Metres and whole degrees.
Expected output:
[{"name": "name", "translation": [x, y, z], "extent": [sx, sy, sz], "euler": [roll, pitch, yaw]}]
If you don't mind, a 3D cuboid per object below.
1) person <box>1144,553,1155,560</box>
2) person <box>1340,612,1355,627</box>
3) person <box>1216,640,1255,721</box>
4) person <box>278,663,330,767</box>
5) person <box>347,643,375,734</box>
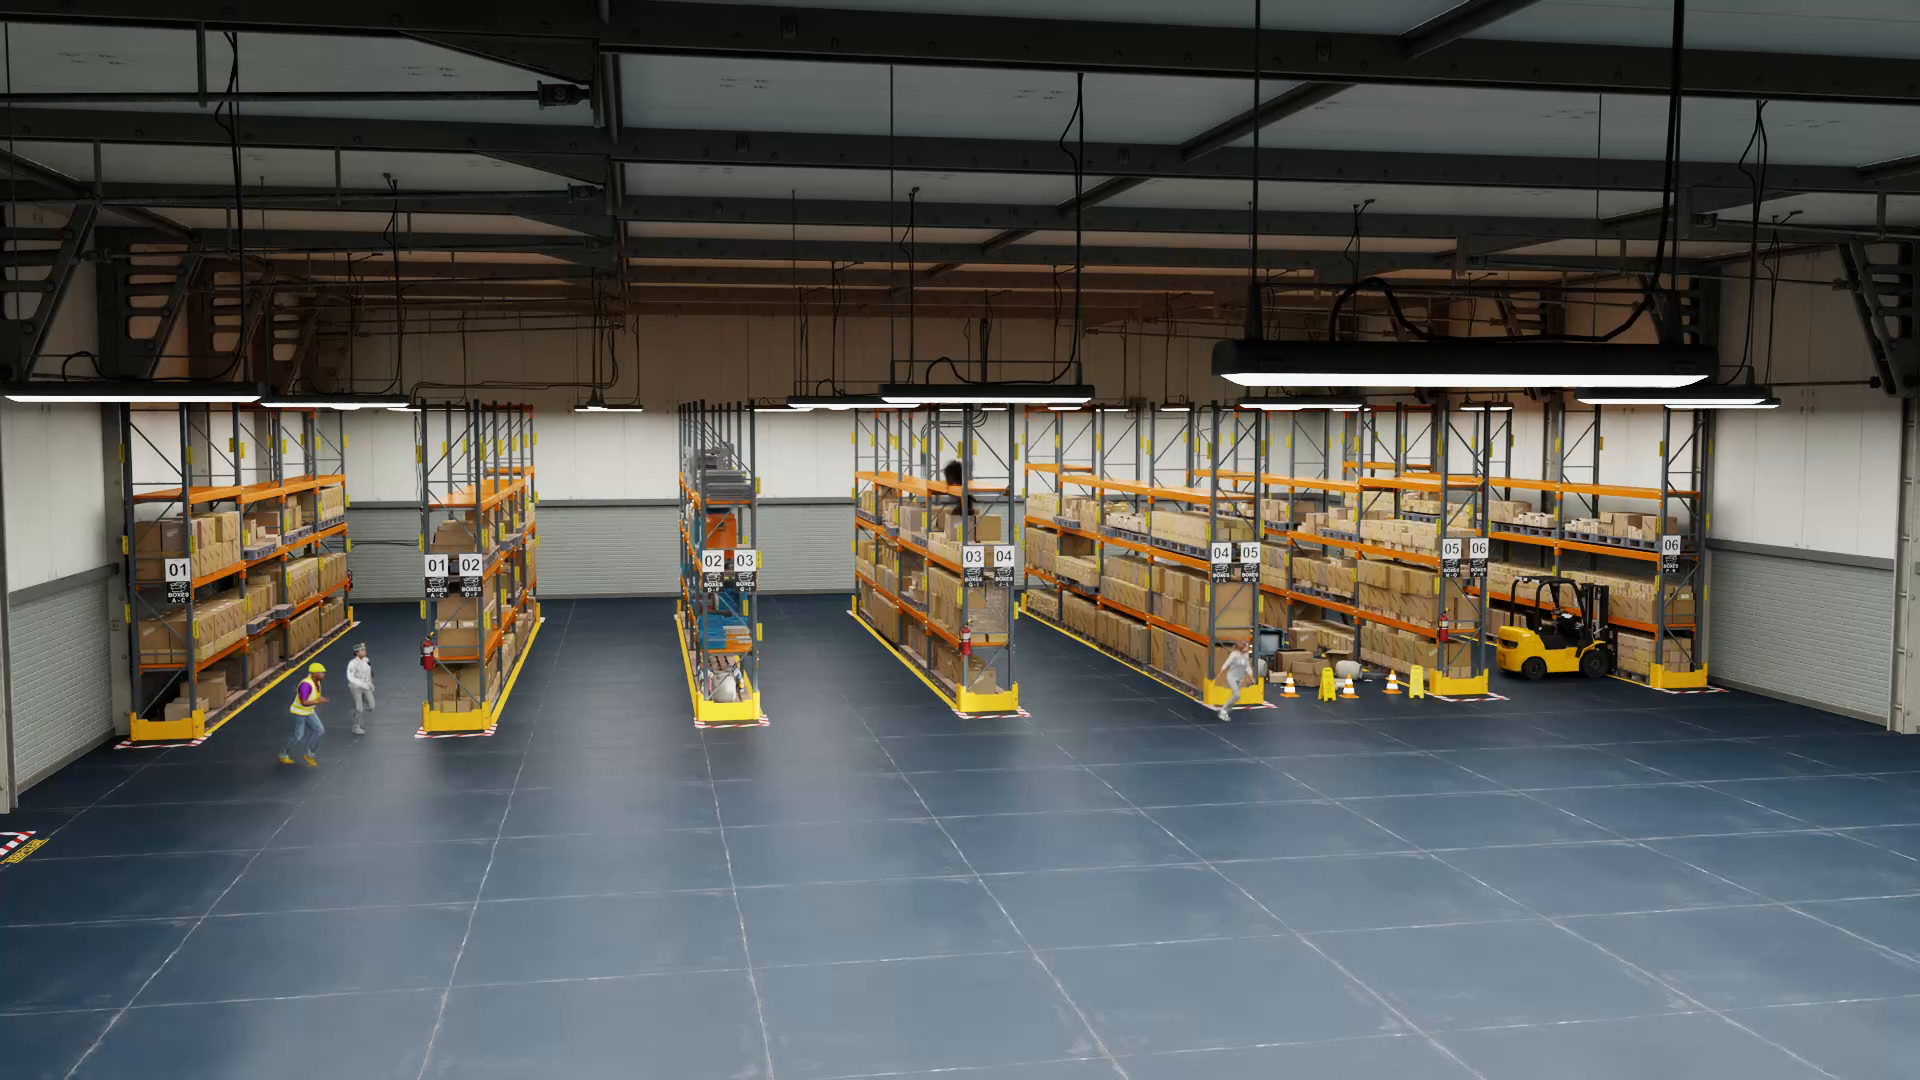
[{"name": "person", "translation": [5.932, 0.948, 51.983], "extent": [0.854, 1.673, 0.623], "euler": [-2, 5, -25]}, {"name": "person", "translation": [10.237, 1.564, 43.535], "extent": [0.627, 1.761, 0.831], "euler": [-2, 5, -21]}, {"name": "person", "translation": [5.143, 2.618, 30.980], "extent": [0.529, 1.542, 0.667], "euler": [-3, 5, -38]}, {"name": "person", "translation": [-10.647, 2.868, 27.006], "extent": [0.924, 1.755, 0.713], "euler": [0, 4, 5]}, {"name": "person", "translation": [-10.732, 2.656, 29.845], "extent": [0.583, 1.644, 0.592], "euler": [2, 5, 29]}]
